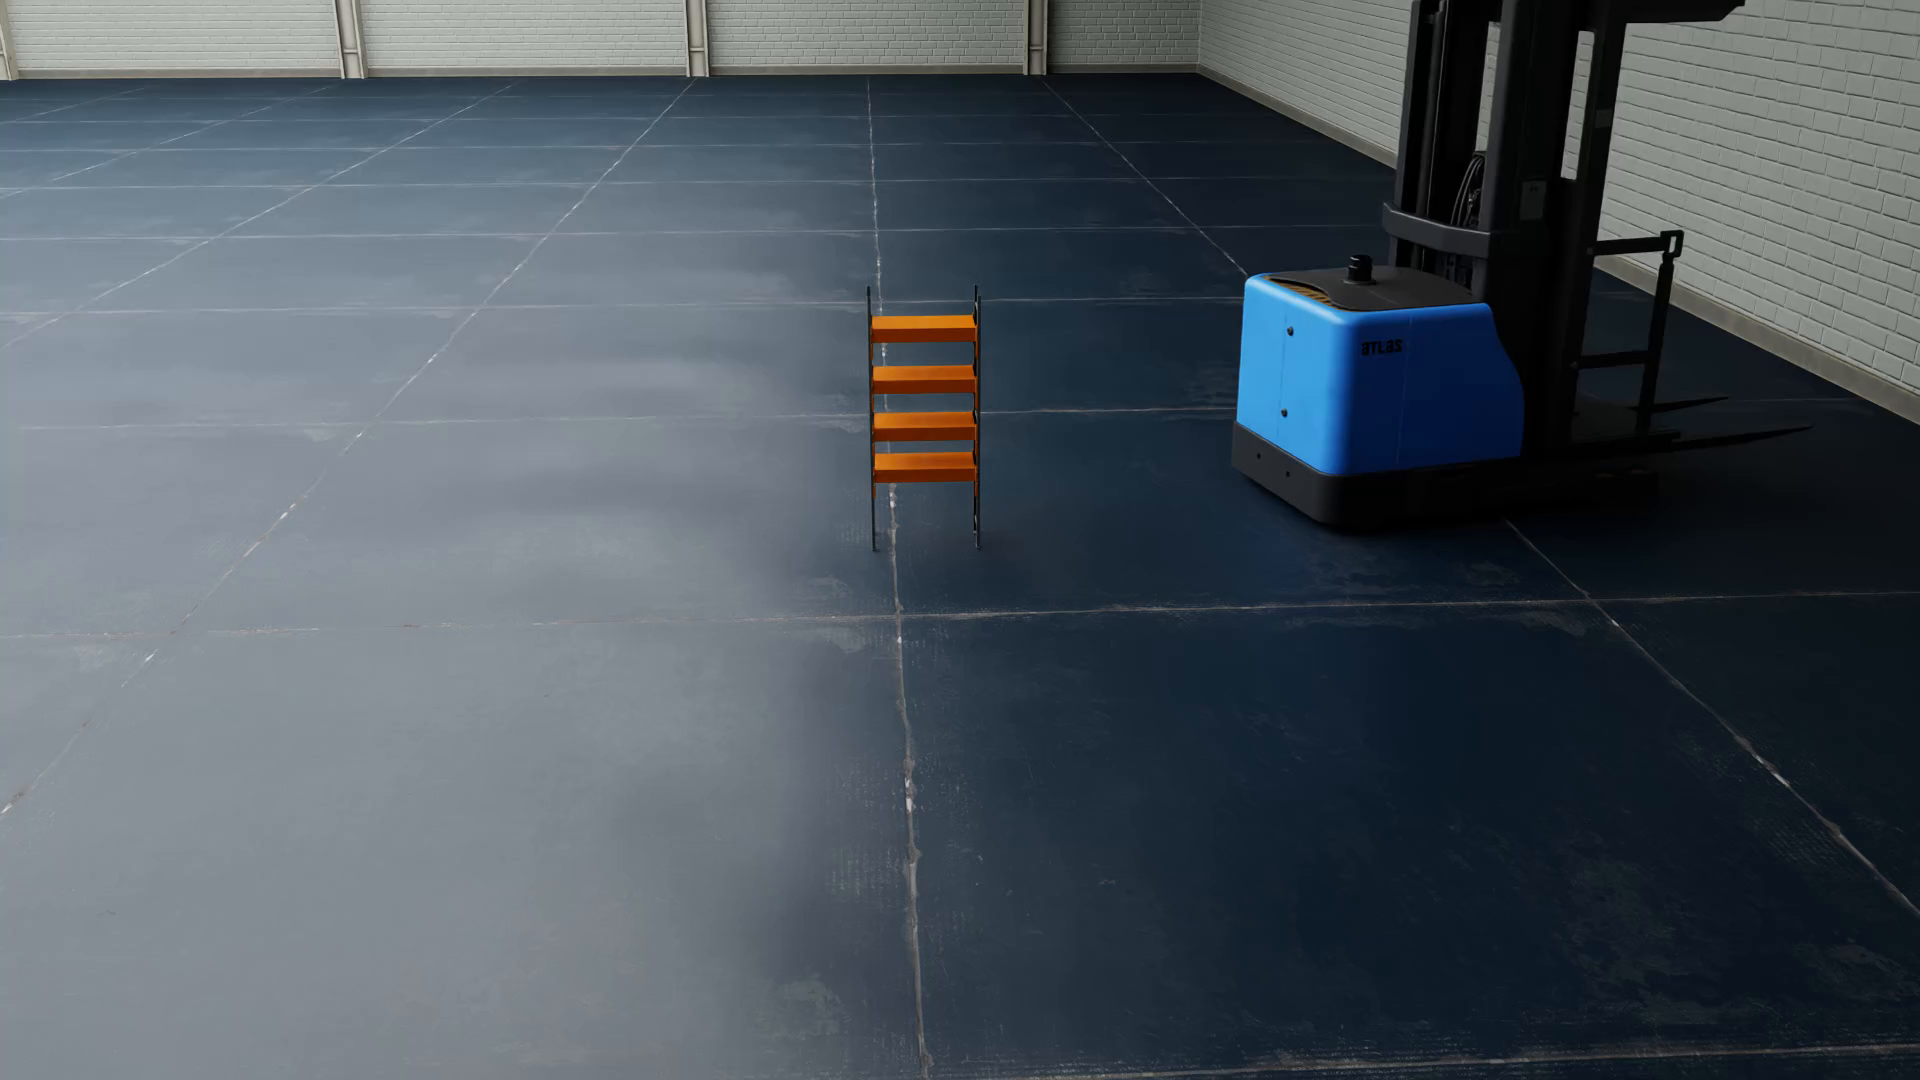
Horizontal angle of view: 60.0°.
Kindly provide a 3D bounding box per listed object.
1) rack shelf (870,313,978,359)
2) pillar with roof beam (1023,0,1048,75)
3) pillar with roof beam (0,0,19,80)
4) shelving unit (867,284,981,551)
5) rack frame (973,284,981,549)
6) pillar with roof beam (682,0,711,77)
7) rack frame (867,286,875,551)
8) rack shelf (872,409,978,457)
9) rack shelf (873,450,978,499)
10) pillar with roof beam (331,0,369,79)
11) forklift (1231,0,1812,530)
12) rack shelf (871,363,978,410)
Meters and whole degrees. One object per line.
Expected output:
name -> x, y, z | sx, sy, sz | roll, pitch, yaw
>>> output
rack shelf -> -0.165, -0.925, 7.527 | 0.480, 0.148, 0.258 | -1, 21, -3
pillar with roof beam -> 1.589, -11.054, 24.277 | 0.400, 9.000, 9.100 | -1, 21, -3
pillar with roof beam -> -16.381, -10.689, 23.316 | 0.400, 9.000, 9.100 | -1, 21, -3
shelving unit -> -0.165, -0.557, 7.667 | 0.503, 1.200, 0.258 | -1, 21, -3
rack frame -> 0.078, -0.562, 7.680 | 0.015, 1.200, 0.240 | -1, 21, -3
pillar with roof beam -> -4.401, -10.932, 23.956 | 0.400, 9.000, 9.100 | -1, 21, -3
rack frame -> -0.409, -0.552, 7.654 | 0.015, 1.200, 0.240 | -1, 21, -3
rack shelf -> -0.165, -0.494, 7.691 | 0.480, 0.148, 0.258 | -1, 21, -3
rack shelf -> -0.165, -0.309, 7.762 | 0.480, 0.148, 0.258 | -1, 21, -3
pillar with roof beam -> -10.391, -10.810, 23.636 | 0.400, 9.000, 9.100 | -1, 21, -3
forklift -> 2.997, -1.711, 8.265 | 3.031, 2.935, 1.130 | -7, 22, -17
rack shelf -> -0.165, -0.704, 7.611 | 0.480, 0.148, 0.258 | -1, 21, -3
